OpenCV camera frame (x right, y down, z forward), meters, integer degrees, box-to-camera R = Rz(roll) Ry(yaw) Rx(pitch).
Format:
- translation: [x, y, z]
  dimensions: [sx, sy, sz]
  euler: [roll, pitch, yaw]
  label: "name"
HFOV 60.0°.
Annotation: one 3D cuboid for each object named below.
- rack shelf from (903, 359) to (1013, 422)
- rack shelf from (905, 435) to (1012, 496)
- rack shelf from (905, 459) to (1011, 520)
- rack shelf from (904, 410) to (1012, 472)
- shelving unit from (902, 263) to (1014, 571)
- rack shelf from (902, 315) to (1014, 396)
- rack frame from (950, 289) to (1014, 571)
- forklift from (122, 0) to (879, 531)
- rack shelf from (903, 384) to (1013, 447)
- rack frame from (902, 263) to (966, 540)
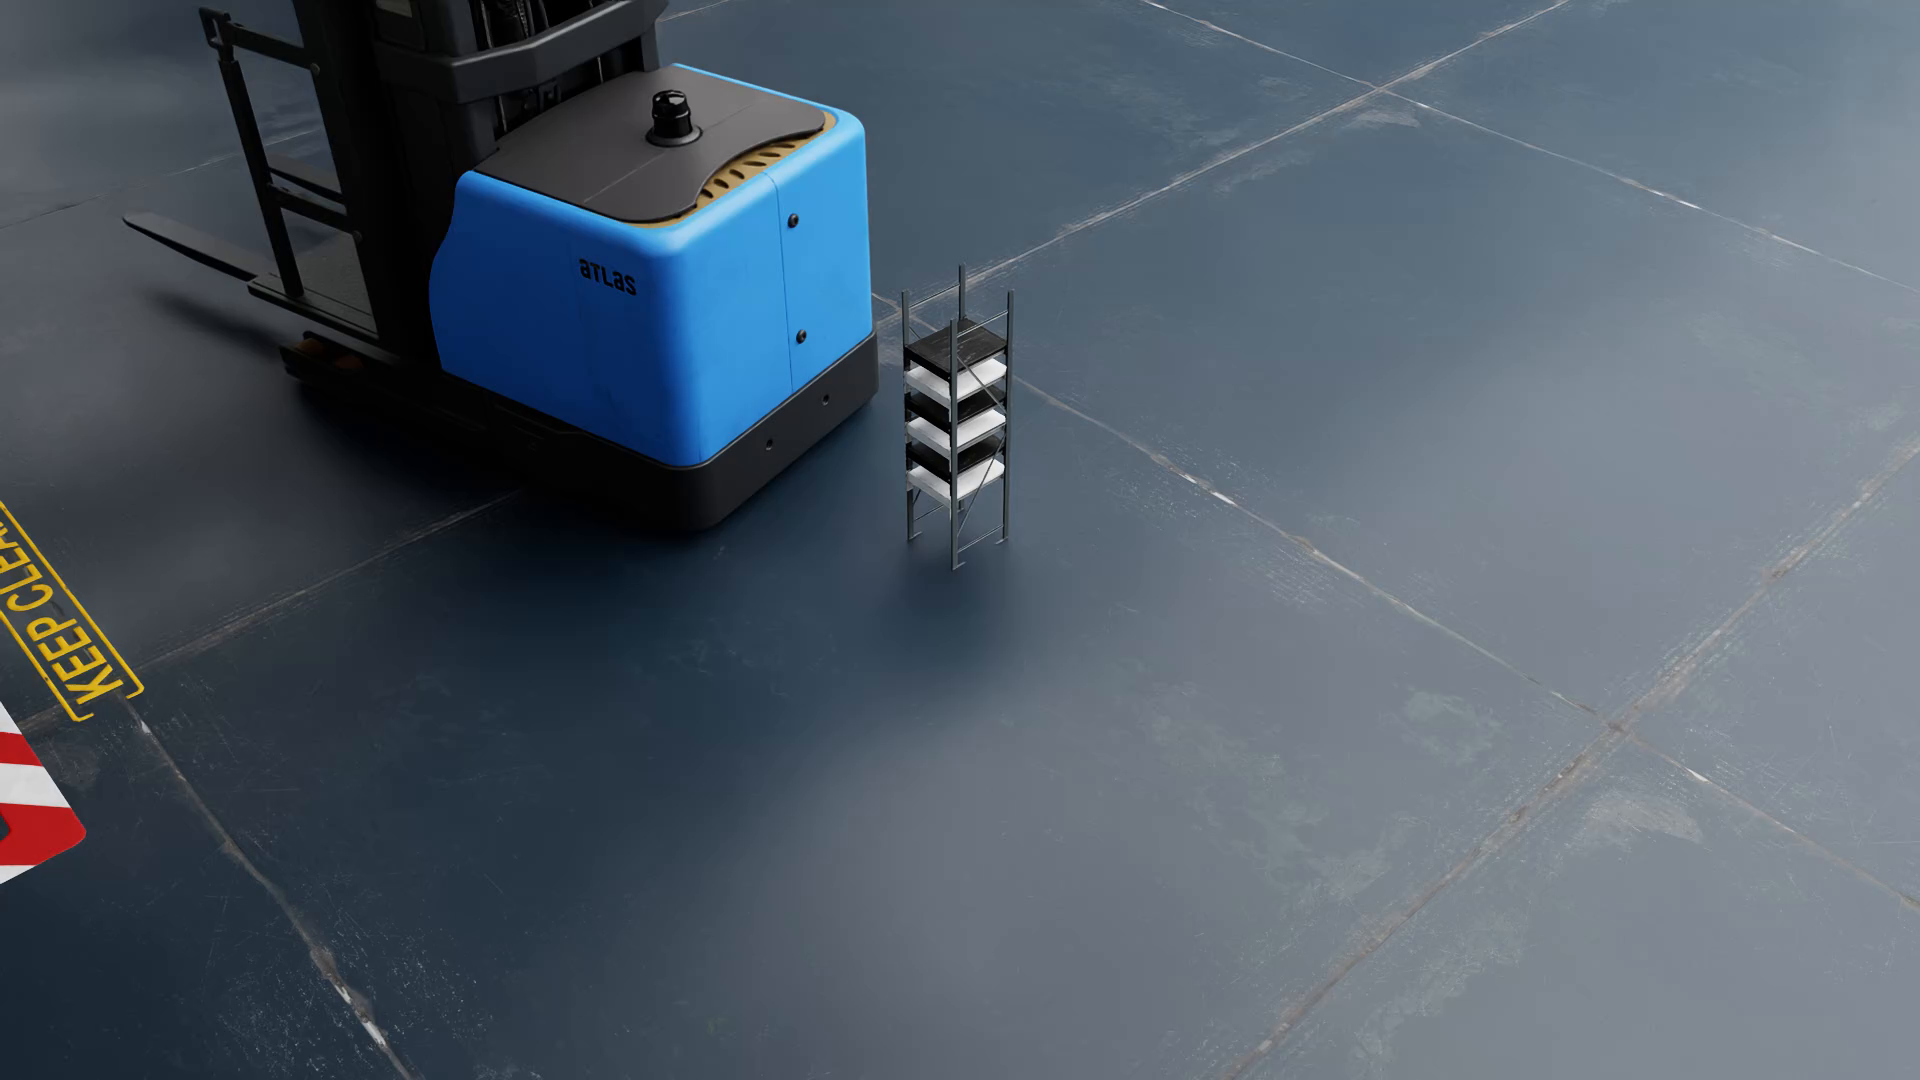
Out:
- translation: [-0.005, -0.468, 4.880]
  dimensions: [0.258, 0.077, 0.200]
  euler: [-30, 48, -32]
  label: "rack shelf"
- translation: [-0.005, -0.258, 5.049]
  dimensions: [0.258, 0.077, 0.200]
  euler: [-30, 48, -32]
  label: "rack shelf"
- translation: [-0.005, -0.188, 5.106]
  dimensions: [0.258, 0.077, 0.200]
  euler: [-30, 48, -32]
  label: "rack shelf"
- translation: [-0.005, -0.328, 4.993]
  dimensions: [0.258, 0.077, 0.200]
  euler: [-30, 48, -32]
  label: "rack shelf"
- translation: [-0.005, -0.354, 4.972]
  dimensions: [0.258, 0.900, 0.210]
  euler: [-30, 48, -32]
  label: "shelving unit"
- translation: [-0.005, -0.538, 4.823]
  dimensions: [0.258, 0.077, 0.200]
  euler: [-30, 48, -32]
  label: "rack shelf"
- translation: [0.063, -0.307, 4.914]
  dimensions: [0.240, 0.900, 0.006]
  euler: [-30, 48, -32]
  label: "rack frame"
- translation: [-1.798, -1.878, 5.243]
  dimensions: [3.031, 2.935, 1.130]
  euler: [22, 44, 25]
  label: "forklift"
- translation: [-0.005, -0.398, 4.936]
  dimensions: [0.258, 0.077, 0.200]
  euler: [-30, 48, -32]
  label: "rack shelf"
- translation: [-0.074, -0.401, 5.030]
  dimensions: [0.240, 0.900, 0.006]
  euler: [-30, 48, -32]
  label: "rack frame"
